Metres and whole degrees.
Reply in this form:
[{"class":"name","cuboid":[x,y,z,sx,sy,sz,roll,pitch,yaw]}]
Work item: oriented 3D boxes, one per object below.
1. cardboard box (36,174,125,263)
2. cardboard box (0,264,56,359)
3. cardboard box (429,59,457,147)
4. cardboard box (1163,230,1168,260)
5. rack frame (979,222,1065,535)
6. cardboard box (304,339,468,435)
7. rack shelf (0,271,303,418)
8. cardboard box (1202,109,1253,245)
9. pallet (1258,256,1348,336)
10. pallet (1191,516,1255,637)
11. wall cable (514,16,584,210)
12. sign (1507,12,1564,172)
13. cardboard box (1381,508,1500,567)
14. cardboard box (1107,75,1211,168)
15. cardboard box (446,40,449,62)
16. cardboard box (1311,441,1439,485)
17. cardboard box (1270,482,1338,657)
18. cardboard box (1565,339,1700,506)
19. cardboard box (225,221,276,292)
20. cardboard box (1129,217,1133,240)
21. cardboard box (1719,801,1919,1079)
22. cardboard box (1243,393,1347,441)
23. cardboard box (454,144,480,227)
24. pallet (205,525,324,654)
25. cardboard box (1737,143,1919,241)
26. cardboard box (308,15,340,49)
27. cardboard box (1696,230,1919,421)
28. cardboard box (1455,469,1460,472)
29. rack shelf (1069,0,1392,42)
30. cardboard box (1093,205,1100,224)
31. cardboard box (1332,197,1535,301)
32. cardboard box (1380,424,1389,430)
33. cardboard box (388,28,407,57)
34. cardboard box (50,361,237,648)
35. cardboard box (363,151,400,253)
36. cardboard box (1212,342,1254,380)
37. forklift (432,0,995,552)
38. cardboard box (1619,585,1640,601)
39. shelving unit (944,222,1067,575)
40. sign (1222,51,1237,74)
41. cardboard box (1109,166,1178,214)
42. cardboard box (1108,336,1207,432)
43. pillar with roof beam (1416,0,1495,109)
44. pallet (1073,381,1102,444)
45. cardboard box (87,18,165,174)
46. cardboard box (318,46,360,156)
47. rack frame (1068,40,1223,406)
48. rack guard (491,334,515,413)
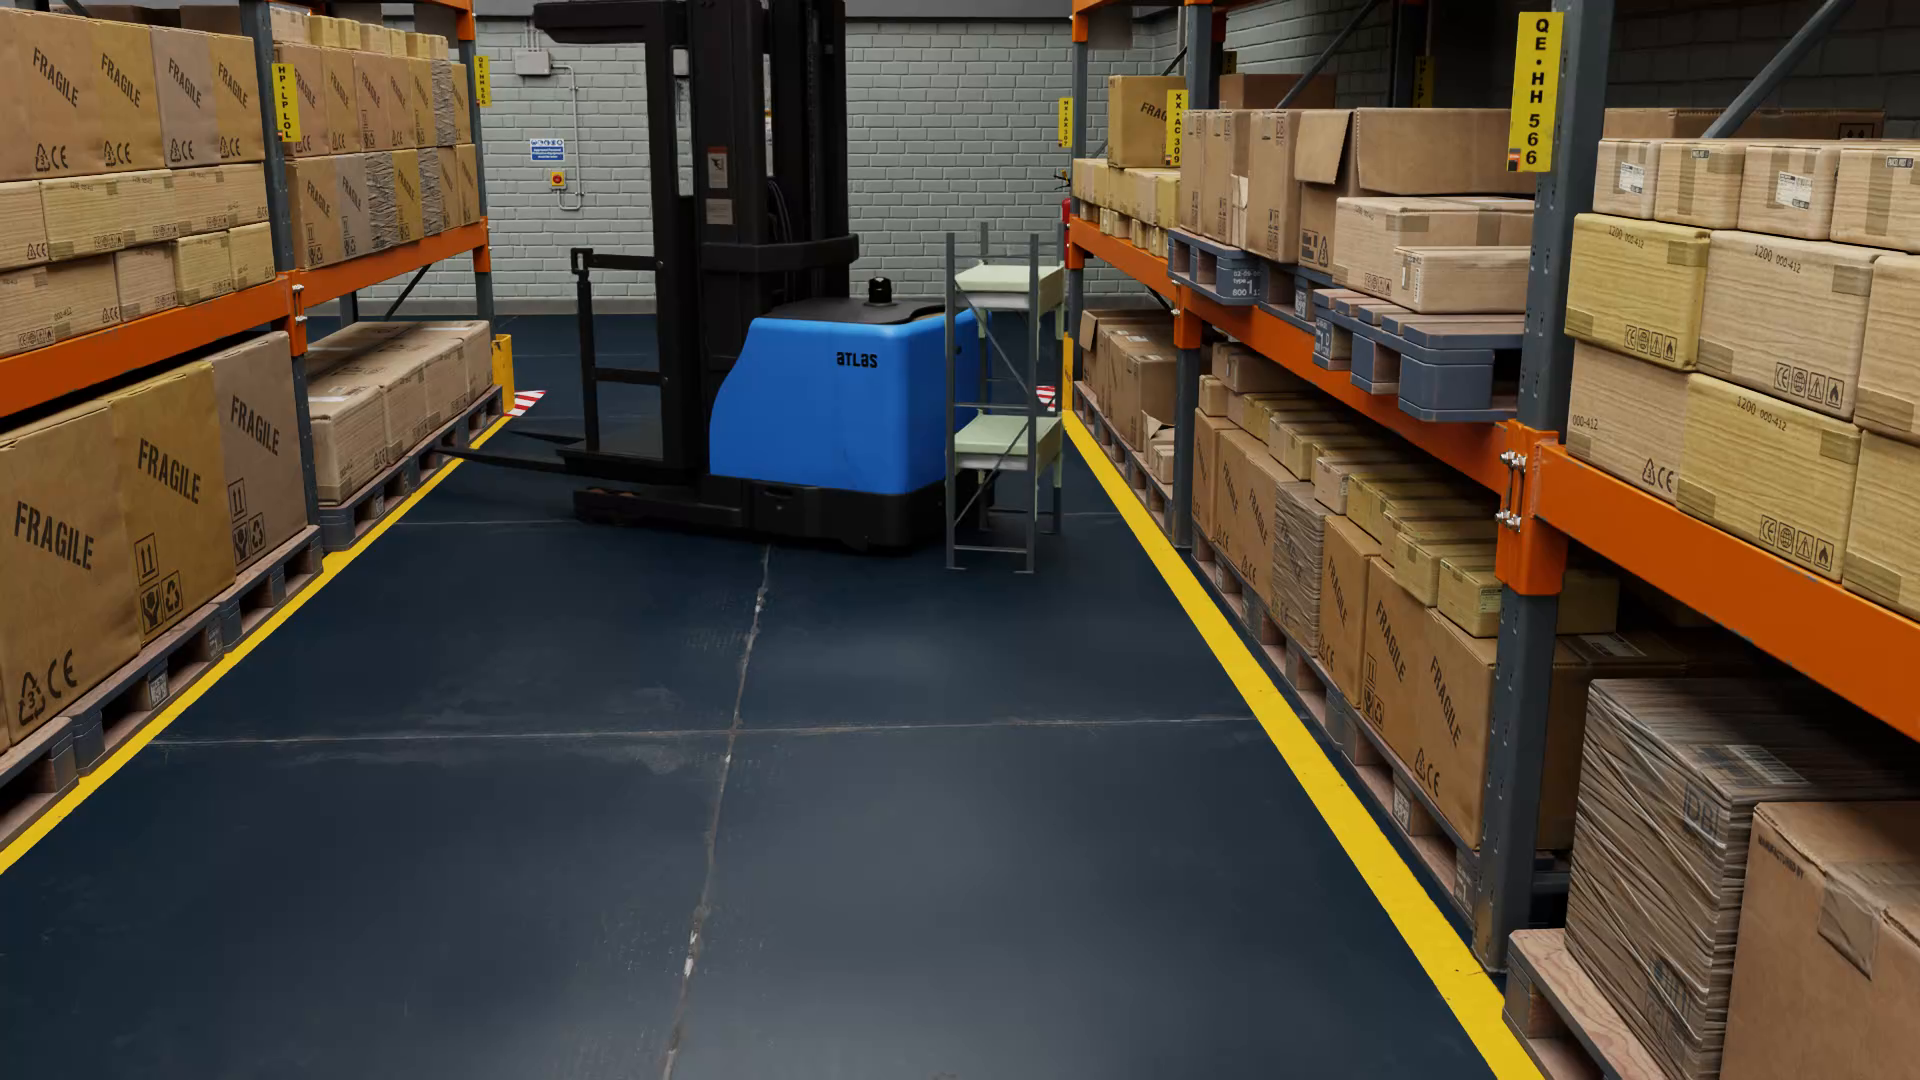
[{"class":"cardboard box","cuboid":[-3.049,-1.033,5.318,0.500,0.250,0.500,-1,14,-2]},{"class":"cardboard box","cuboid":[-3.052,-0.665,4.893,0.500,0.250,0.500,0,14,-2]},{"class":"cardboard box","cuboid":[-3.363,-2.631,10.024,0.500,0.500,0.500,-1,14,-3]},{"class":"cardboard box","cuboid":[1.200,-1.445,8.126,0.380,0.149,0.250,0,14,-2]},{"class":"rack frame","cuboid":[0.293,-0.763,7.982,0.400,1.500,0.023,3,15,12]},{"class":"cardboard box","cuboid":[-3.486,-0.916,9.867,0.875,0.438,0.875,0,14,-2]},{"class":"rack shelf","cuboid":[-3.320,-0.503,5.406,1.077,0.370,4.000,-1,14,-3]},{"class":"cardboard box","cuboid":[1.349,-1.426,6.505,0.700,0.500,0.500,-1,14,-3]},{"class":"pallet","cuboid":[1.633,-0.822,5.588,1.003,0.211,1.213,-1,14,-3]},{"class":"pallet","cuboid":[1.598,0.126,7.115,1.003,0.211,1.213,-1,14,-3]},{"class":"wall cable","cuboid":[-4.065,-4.253,16.435,0.585,1.953,0.123,-1,14,-3]},{"class":"sign","cuboid":[1.217,-0.943,3.509,0.100,0.325,0.005,-1,14,-3]},{"class":"cardboard box","cuboid":[1.454,0.009,4.844,0.380,0.149,0.250,-1,14,-5]},{"class":"cardboard box","cuboid":[1.115,-2.366,9.401,0.500,0.500,0.500,-1,14,-2]},{"class":"cardboard box","cuboid":[-3.470,-3.104,10.563,0.380,0.149,0.250,-1,14,-3]},{"class":"cardboard box","cuboid":[1.456,-0.250,5.849,0.380,0.149,0.250,-1,14,-3]},{"class":"cardboard box","cuboid":[1.411,0.090,5.831,0.500,0.500,0.500,-1,14,-5]},{"class":"cardboard box","cuboid":[1.541,-0.245,3.260,0.500,0.250,0.500,-1,14,-3]},{"class":"cardboard box","cuboid":[-3.165,-1.169,6.850,0.500,0.250,0.500,-1,14,-5]},{"class":"cardboard box","cuboid":[1.160,-1.764,9.368,0.380,0.149,0.250,-1,14,-4]},{"class":"cardboard box","cuboid":[1.831,0.833,2.694,0.875,0.625,0.625,0,14,-2]},{"class":"cardboard box","cuboid":[1.388,-0.509,6.856,0.380,0.149,0.250,-2,15,-6]},{"class":"cardboard box","cuboid":[-3.398,-2.276,10.653,0.500,0.500,0.500,-1,14,-3]},{"class":"pallet","cuboid":[-3.321,0.192,6.856,1.003,0.211,1.213,-1,14,-3]},{"class":"cardboard box","cuboid":[1.543,-0.581,2.761,0.380,0.149,0.250,0,14,-2]},{"class":"cardboard box","cuboid":[-3.249,-2.468,8.088,0.380,0.149,0.250,-1,14,-4]},{"class":"cardboard box","cuboid":[1.571,-0.363,2.714,0.500,0.250,0.500,0,14,-2]},{"class":"cardboard box","cuboid":[1.903,-0.194,5.633,0.380,0.149,0.250,-1,14,-3]},{"class":"rack shelf","cuboid":[1.386,-3.028,9.200,1.077,0.370,4.000,-1,14,-3]},{"class":"cardboard box","cuboid":[1.071,-2.151,10.872,0.380,0.149,0.250,-1,14,-2]},{"class":"cardboard box","cuboid":[1.369,-0.820,4.652,0.500,0.250,0.500,-2,15,-6]},{"class":"cardboard box","cuboid":[1.908,-0.458,6.657,0.380,0.149,0.250,-2,15,-6]},{"class":"cardboard box","cuboid":[-3.336,-2.788,9.333,0.380,0.149,0.250,-1,14,-2]},{"class":"cardboard box","cuboid":[-3.262,-0.146,5.995,0.875,0.875,0.875,0,14,-2]},{"class":"cardboard box","cuboid":[-3.263,-1.767,8.674,0.500,0.500,0.500,-1,14,-3]},{"class":"cardboard box","cuboid":[1.327,-0.785,7.333,0.380,0.149,0.250,-1,14,-4]},{"class":"forklift","cuboid":[-1.376,-1.600,8.361,3.031,2.935,1.130,7,16,26]},{"class":"cardboard box","cuboid":[2.001,0.344,4.844,0.500,0.500,0.500,-1,14,-3]},{"class":"shelving unit","cuboid":[0.215,-0.674,7.635,0.431,1.500,0.755,3,15,12]},{"class":"sign","cuboid":[1.817,-3.139,11.248,0.100,0.325,0.005,-1,14,-3]},{"class":"cardboard box","cuboid":[1.140,-1.998,9.474,0.500,0.250,0.500,-1,14,-5]},{"class":"cardboard box","cuboid":[1.152,-0.914,9.734,0.500,0.500,0.500,-1,14,-2]},{"class":"pillar with roof beam","cuboid":[-1.930,-4.453,7.272,9.100,9.000,0.400,-1,14,-3]},{"class":"pallet","cuboid":[1.317,-0.854,10.921,1.003,0.211,1.213,-1,14,-3]},{"class":"cardboard box","cuboid":[-3.114,-1.519,5.705,0.500,0.500,0.500,0,14,-2]},{"class":"cardboard box","cuboid":[-3.257,-2.130,8.076,0.500,0.500,0.500,-1,14,-4]},{"class":"rack frame","cuboid":[1.262,-2.421,11.418,1.000,3.000,0.127,-1,14,-3]},{"class":"rack guard","cuboid":[-3.693,-1.139,11.451,1.175,0.500,0.348,-1,14,-3]}]
